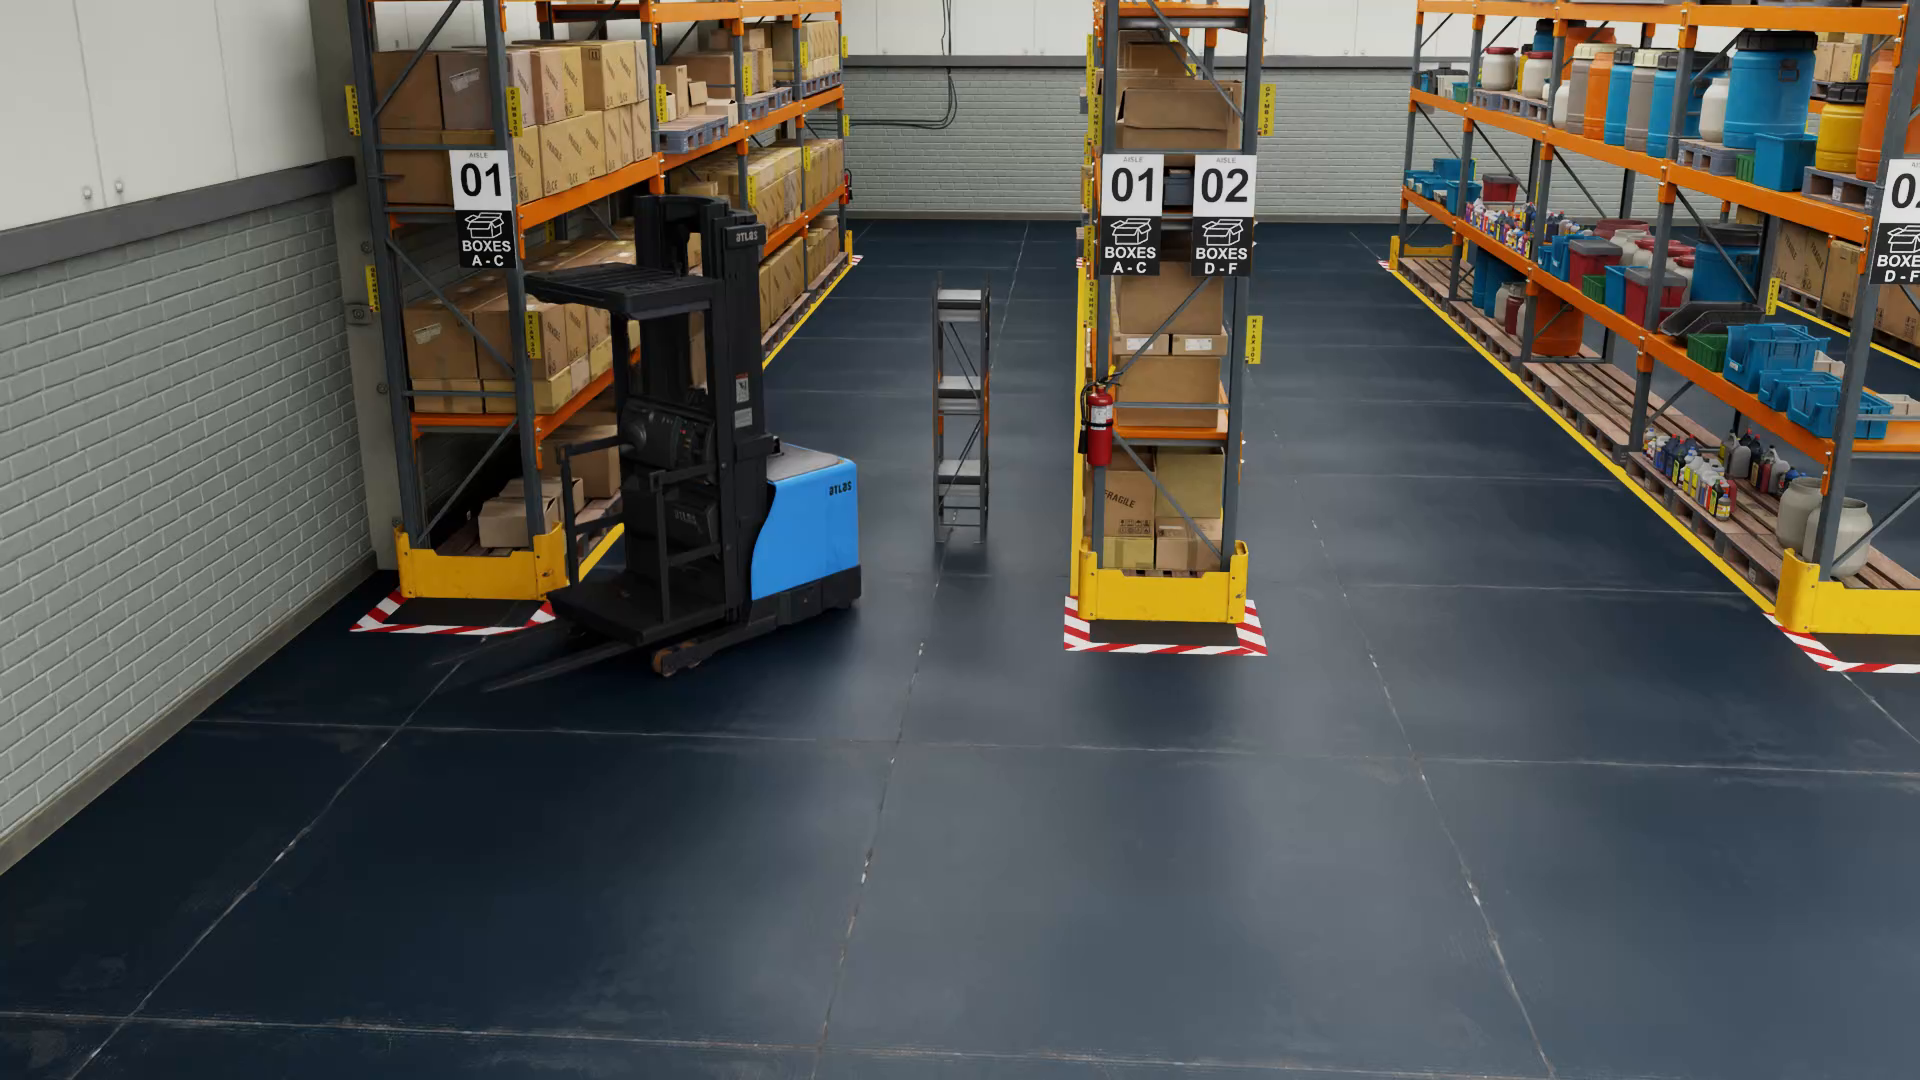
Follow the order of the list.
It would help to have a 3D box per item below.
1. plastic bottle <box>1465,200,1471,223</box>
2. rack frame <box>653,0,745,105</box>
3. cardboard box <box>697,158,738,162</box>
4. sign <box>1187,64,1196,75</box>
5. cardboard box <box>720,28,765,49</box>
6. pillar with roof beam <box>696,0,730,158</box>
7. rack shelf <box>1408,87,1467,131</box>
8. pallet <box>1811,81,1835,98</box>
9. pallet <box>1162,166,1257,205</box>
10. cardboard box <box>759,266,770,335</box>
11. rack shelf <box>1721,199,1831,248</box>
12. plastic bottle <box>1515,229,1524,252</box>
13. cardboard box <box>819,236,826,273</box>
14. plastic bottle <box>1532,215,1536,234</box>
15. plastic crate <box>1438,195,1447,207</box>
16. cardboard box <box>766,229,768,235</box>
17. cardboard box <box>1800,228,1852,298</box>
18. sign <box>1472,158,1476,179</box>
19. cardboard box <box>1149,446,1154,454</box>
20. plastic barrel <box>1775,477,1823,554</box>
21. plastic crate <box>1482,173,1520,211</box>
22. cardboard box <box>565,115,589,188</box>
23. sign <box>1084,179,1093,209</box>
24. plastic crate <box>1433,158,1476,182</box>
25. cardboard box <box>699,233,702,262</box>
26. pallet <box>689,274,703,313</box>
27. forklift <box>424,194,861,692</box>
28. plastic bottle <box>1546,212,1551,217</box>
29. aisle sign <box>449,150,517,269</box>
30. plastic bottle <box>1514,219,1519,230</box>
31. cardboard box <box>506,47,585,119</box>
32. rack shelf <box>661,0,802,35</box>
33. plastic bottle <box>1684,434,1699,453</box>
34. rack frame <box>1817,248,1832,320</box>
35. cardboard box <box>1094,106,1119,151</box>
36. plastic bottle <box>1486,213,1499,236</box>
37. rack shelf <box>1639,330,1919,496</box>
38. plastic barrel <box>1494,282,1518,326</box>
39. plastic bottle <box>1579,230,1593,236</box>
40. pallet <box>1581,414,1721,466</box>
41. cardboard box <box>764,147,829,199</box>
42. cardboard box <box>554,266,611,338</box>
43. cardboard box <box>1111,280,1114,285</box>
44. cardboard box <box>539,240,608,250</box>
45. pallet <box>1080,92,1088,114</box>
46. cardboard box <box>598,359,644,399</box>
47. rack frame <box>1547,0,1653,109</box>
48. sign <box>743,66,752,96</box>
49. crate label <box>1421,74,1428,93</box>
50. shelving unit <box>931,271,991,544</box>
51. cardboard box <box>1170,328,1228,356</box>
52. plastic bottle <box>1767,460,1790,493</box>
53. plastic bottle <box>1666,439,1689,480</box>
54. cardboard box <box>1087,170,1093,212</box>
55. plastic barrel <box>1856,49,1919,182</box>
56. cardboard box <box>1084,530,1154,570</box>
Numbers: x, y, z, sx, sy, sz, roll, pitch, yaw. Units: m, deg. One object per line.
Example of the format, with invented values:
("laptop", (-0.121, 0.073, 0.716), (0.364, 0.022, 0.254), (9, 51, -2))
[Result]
("plastic bottle", (6.775, -4.370, 22.129), (0.061, 0.283, 0.133), (1, 18, 4))
("rack frame", (-2.941, -6.359, 18.378), (1.000, 3.000, 0.127), (1, 18, 4))
("cardboard box", (-3.051, -4.688, 21.038), (0.500, 0.250, 0.500), (1, 18, 3))
("sign", (2.553, -5.093, 18.373), (0.100, 0.325, 0.005), (1, 18, 4))
("cardboard box", (-2.848, -6.519, 21.611), (0.500, 0.250, 0.500), (3, 18, 8))
("pillar with roof beam", (0.827, -7.742, 22.599), (9.100, 9.000, 0.400), (1, 18, 4))
("rack shelf", (7.370, -6.234, 23.970), (1.077, 0.370, 4.000), (1, 18, 4))
("pallet", (12.236, -6.056, 22.413), (1.003, 0.211, 1.213), (1, 18, 4))
("pallet", (1.503, -2.517, 11.611), (1.003, 0.211, 1.213), (1, 18, 4))
("cardboard box", (-2.758, -2.912, 20.270), (0.750, 0.750, 0.750), (1, 18, 3))
("rack shelf", (12.311, -4.698, 24.099), (1.077, 0.370, 4.000), (1, 18, 4))
("plastic bottle", (6.601, -3.529, 19.582), (0.097, 0.271, 0.097), (0, 18, 0))
("cardboard box", (-2.420, -4.308, 25.092), (0.700, 0.500, 0.500), (2, 18, 5))
("plastic bottle", (7.323, -4.024, 21.093), (0.097, 0.271, 0.097), (0, 18, 0))
("plastic crate", (7.039, -4.781, 23.542), (0.437, 0.125, 0.590), (1, 18, 4))
("cardboard box", (-2.622, -3.896, 20.866), (0.380, 0.149, 0.250), (2, 18, 5))
("cardboard box", (12.294, -3.812, 22.977), (0.875, 0.875, 0.875), (1, 18, 4))
("sign", (8.064, -5.842, 26.173), (0.100, 0.325, 0.005), (1, 18, 4))
("cardboard box", (1.744, -0.636, 13.084), (0.500, 0.500, 0.500), (1, 18, 4))
("plastic barrel", (6.374, -0.182, 12.481), (0.421, 0.512, 0.421), (0, 18, 0))
("plastic crate", (7.541, -4.860, 23.239), (0.402, 0.464, 0.583), (1, 18, 4))
("cardboard box", (-3.134, -2.932, 12.543), (0.500, 0.500, 0.500), (2, 18, 6))
("sign", (1.458, -3.921, 18.839), (0.100, 0.325, 0.005), (1, 18, 4))
("plastic crate", (7.676, -5.709, 25.875), (0.616, 0.435, 0.499), (1, 18, 4))
("cardboard box", (-3.032, -3.231, 17.600), (0.700, 0.500, 0.500), (1, 18, 4))
("pallet", (-3.028, -2.409, 16.266), (1.003, 0.211, 1.213), (1, 18, 4))
("forklift", (-2.076, -0.692, 10.829), (1.130, 2.935, 3.031), (16, 24, 40))
("plastic bottle", (7.449, -4.029, 21.101), (0.152, 0.276, 0.135), (1, 18, 4))
("aisle sign", (-3.221, -2.230, 11.236), (0.394, 0.787, 0.004), (1, 18, 4))
("plastic bottle", (6.783, -3.776, 20.317), (0.061, 0.283, 0.133), (1, 18, 4))
("cardboard box", (-3.133, -3.410, 12.396), (0.500, 0.500, 0.500), (2, 18, 5))
("rack shelf", (-2.798, -6.448, 20.448), (1.077, 0.370, 4.000), (1, 18, 4))
("plastic bottle", (6.326, -0.750, 14.444), (0.144, 0.351, 0.185), (1, 18, 4))
("rack frame", (12.167, -4.419, 22.092), (1.000, 3.000, 0.127), (1, 18, 4))
("cardboard box", (1.286, -3.100, 12.492), (0.500, 0.311, 0.500), (3, 18, 10))
("plastic bottle", (6.731, -3.976, 20.938), (0.152, 0.276, 0.135), (1, 18, 4))
("rack shelf", (6.510, -1.082, 13.063), (1.077, 0.370, 4.000), (1, 18, 4))
("plastic barrel", (6.991, -2.985, 21.036), (0.421, 0.512, 0.421), (0, 18, 0))
("plastic bottle", (7.327, -3.499, 19.484), (0.152, 0.276, 0.135), (1, 18, 4))
("pallet", (6.671, -0.964, 16.028), (1.003, 0.211, 1.213), (1, 18, 4))
("cardboard box", (-2.499, -5.514, 24.952), (0.980, 0.700, 0.700), (0, 18, 1))
("cardboard box", (-3.067, -1.934, 13.513), (0.500, 0.500, 0.500), (2, 18, 6))
("cardboard box", (1.412, -2.033, 13.607), (0.380, 0.149, 0.250), (1, 18, 2))
("cardboard box", (-3.470, -2.419, 14.993), (0.500, 0.500, 0.500), (1, 18, 3))
("pallet", (2.099, -5.454, 20.736), (1.213, 0.211, 1.003), (1, 18, 4))
("cardboard box", (-3.192, -1.516, 16.541), (0.700, 0.500, 0.500), (2, 18, 6))
("rack frame", (6.940, -6.138, 17.704), (1.000, 3.000, 0.127), (1, 18, 4))
("sign", (-2.400, -5.167, 18.726), (0.100, 0.325, 0.005), (1, 18, 4))
("crate label", (7.125, -6.847, 24.924), (0.408, 0.251, 0.502), (1, 18, 4))
("shelving unit", (0.012, -1.049, 13.253), (0.431, 2.100, 0.503), (1, 18, 4))
("cardboard box", (1.669, -1.387, 11.637), (0.380, 0.149, 0.250), (1, 18, 4))
("plastic bottle", (6.842, -0.543, 13.930), (0.152, 0.276, 0.135), (2, 18, 5))
("plastic bottle", (6.168, -0.695, 14.275), (0.144, 0.351, 0.185), (1, 18, 2))
("cardboard box", (2.044, -4.531, 21.599), (0.700, 0.500, 0.500), (4, 19, 13))
("plastic barrel", (6.275, -2.785, 10.925), (0.600, 0.830, 0.708), (1, 18, 4))
("cardboard box", (1.170, 0.020, 12.287), (0.500, 0.250, 0.500), (1, 18, 4))
